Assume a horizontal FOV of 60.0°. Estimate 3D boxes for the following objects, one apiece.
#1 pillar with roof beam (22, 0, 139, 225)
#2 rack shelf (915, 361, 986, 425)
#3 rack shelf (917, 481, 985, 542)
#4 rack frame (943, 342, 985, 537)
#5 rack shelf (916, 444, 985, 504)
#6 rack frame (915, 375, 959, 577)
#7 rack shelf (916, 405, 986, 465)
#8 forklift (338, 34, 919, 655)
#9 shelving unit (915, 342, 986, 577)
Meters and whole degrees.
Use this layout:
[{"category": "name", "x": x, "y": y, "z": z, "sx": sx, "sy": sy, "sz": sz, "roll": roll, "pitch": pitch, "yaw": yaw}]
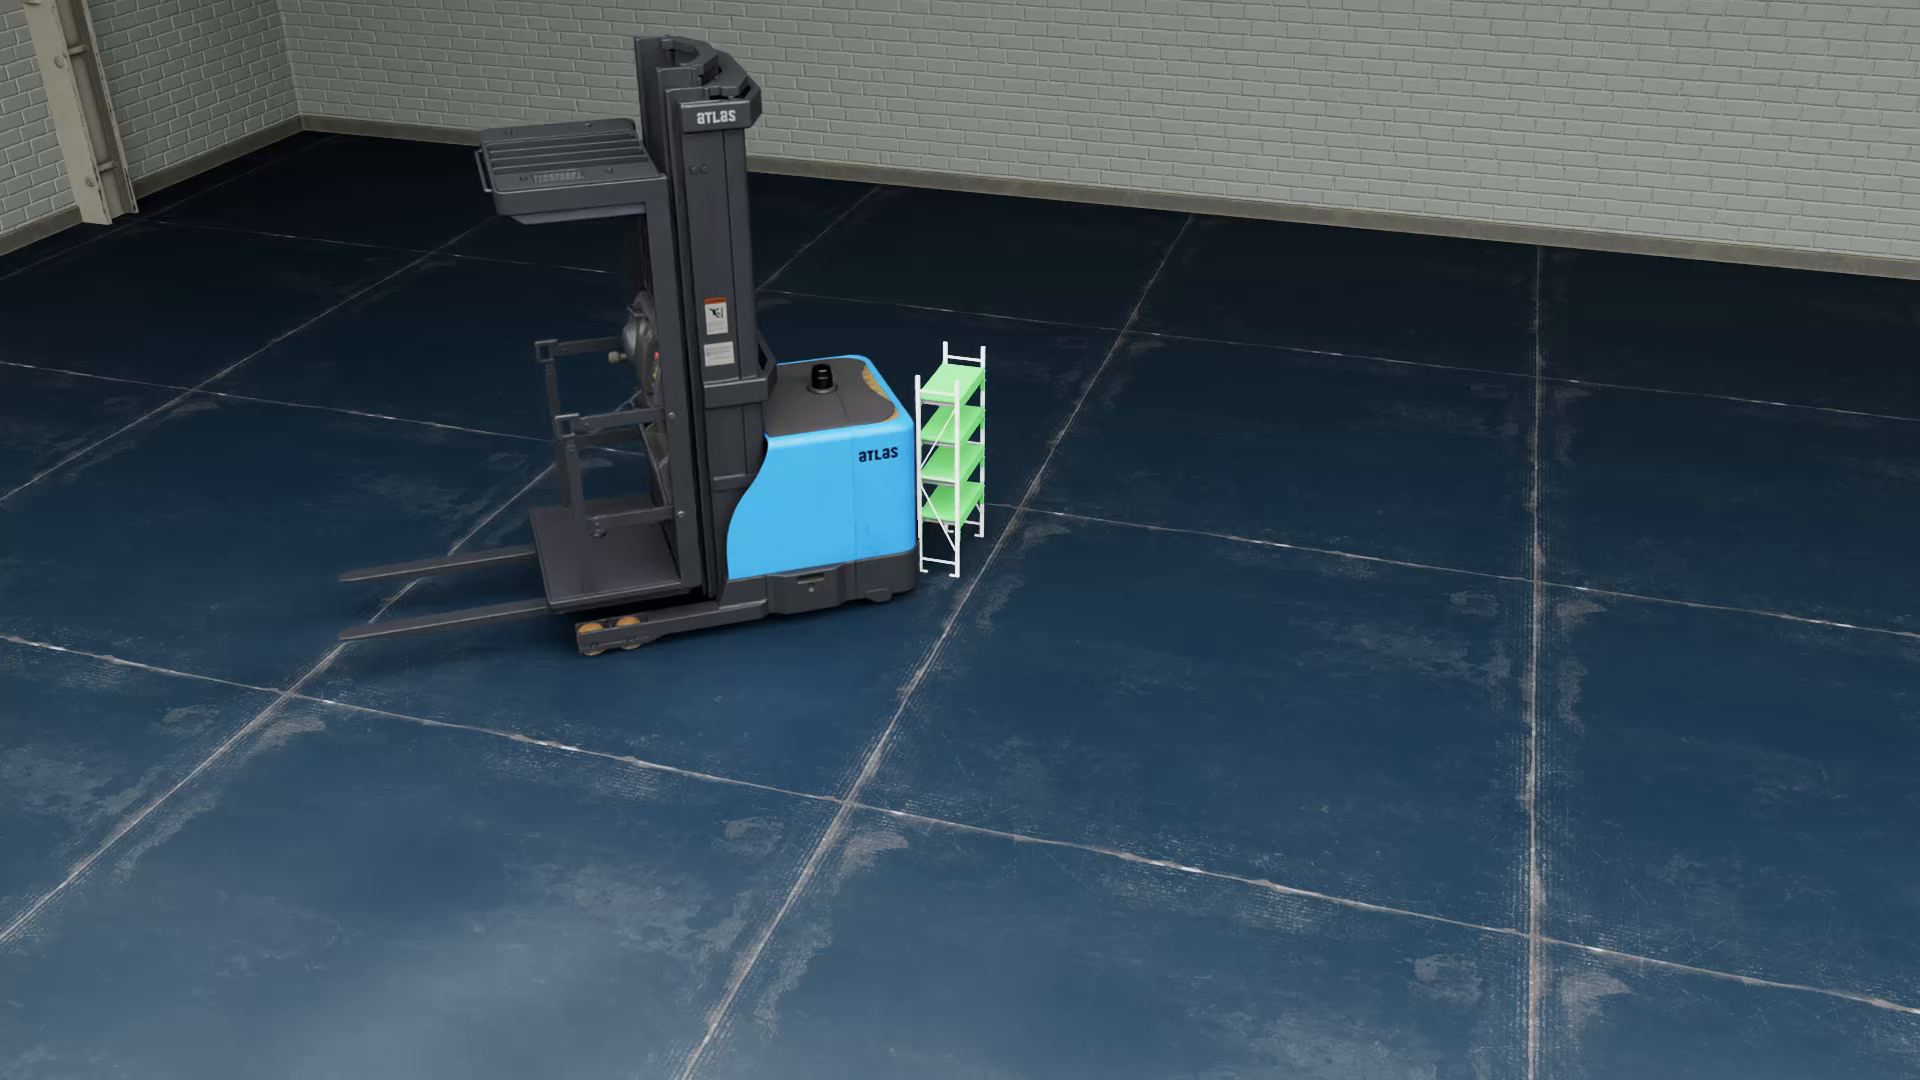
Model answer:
[{"category": "pillar with roof beam", "x": -3.550, "y": -6.236, "z": 11.703, "sx": 9.100, "sy": 9.000, "sz": 0.400, "roll": 8, "pitch": 30, "yaw": 15}, {"category": "rack shelf", "x": -0.049, "y": -0.811, "z": 9.118, "sx": 0.258, "sy": 0.148, "sz": 0.480, "roll": 8, "pitch": 30, "yaw": 15}, {"category": "rack shelf", "x": -0.049, "y": -0.182, "z": 9.468, "sx": 0.258, "sy": 0.148, "sz": 0.480, "roll": 8, "pitch": 30, "yaw": 15}, {"category": "rack frame", "x": 0.023, "y": -0.561, "z": 9.524, "sx": 0.240, "sy": 1.200, "sz": 0.015, "roll": 8, "pitch": 30, "yaw": 15}, {"category": "rack shelf", "x": -0.049, "y": -0.392, "z": 9.351, "sx": 0.258, "sy": 0.148, "sz": 0.480, "roll": 8, "pitch": 30, "yaw": 15}, {"category": "rack frame", "x": -0.120, "y": -0.334, "z": 9.116, "sx": 0.240, "sy": 1.200, "sz": 0.015, "roll": 8, "pitch": 30, "yaw": 15}, {"category": "rack shelf", "x": -0.049, "y": -0.601, "z": 9.234, "sx": 0.258, "sy": 0.148, "sz": 0.480, "roll": 8, "pitch": 30, "yaw": 15}, {"category": "forklift", "x": -1.803, "y": -0.968, "z": 8.475, "sx": 3.031, "sy": 2.935, "sz": 1.130, "roll": -9, "pitch": 30, "yaw": -16}, {"category": "shelving unit", "x": -0.049, "y": -0.447, "z": 9.320, "sx": 0.258, "sy": 1.200, "sz": 0.503, "roll": 8, "pitch": 30, "yaw": 15}]
